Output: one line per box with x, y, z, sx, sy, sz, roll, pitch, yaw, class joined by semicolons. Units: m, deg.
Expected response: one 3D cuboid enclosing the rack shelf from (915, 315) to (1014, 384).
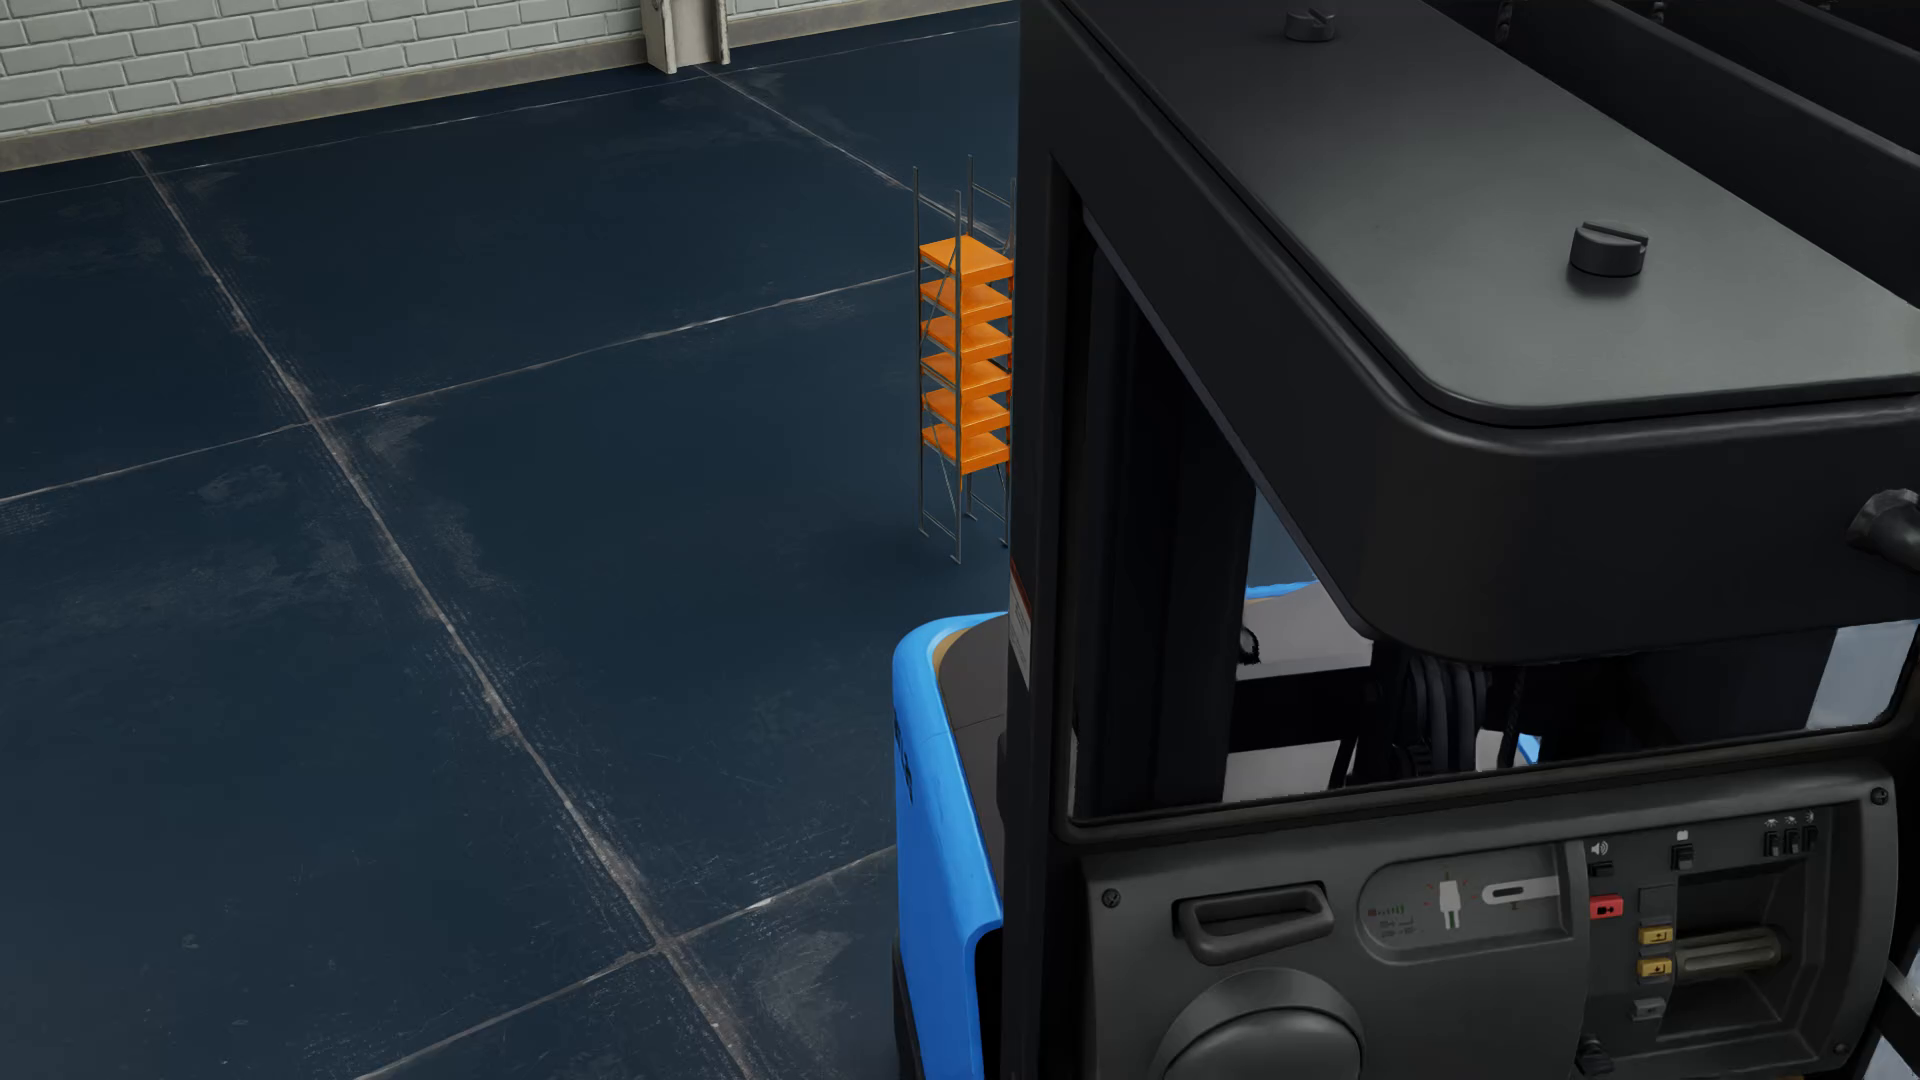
0.012;-0.576;4.896;0.180;0.103;0.258;-19;37;-27;rack shelf

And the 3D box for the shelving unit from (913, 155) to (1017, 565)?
0.012;-0.512;4.937;0.189;1.200;0.258;-19;37;-27;shelving unit

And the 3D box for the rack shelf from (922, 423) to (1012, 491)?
0.012;-0.271;5.088;0.180;0.103;0.258;-19;37;-27;rack shelf

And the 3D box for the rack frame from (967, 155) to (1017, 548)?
0.089;-0.538;4.978;0.006;1.200;0.240;-19;37;-27;rack frame

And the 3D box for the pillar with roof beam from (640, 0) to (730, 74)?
0.756;-4.649;4.186;0.400;9.000;9.100;-19;37;-27;pillar with roof beam

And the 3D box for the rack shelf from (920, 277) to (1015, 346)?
0.012;-0.677;4.832;0.180;0.103;0.258;-19;37;-27;rack shelf

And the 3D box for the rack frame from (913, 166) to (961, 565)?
-0.065;-0.485;4.895;0.006;1.200;0.240;-19;37;-27;rack frame

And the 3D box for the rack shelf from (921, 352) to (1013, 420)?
0.012;-0.474;4.960;0.180;0.103;0.258;-19;37;-27;rack shelf

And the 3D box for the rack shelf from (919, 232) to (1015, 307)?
0.012;-0.779;4.768;0.180;0.103;0.258;-19;37;-27;rack shelf

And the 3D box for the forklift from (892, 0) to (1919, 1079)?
0.634;0.541;1.645;1.130;2.935;3.031;-6;33;-9;forklift

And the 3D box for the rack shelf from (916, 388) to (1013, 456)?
0.012;-0.373;5.024;0.180;0.103;0.258;-19;37;-27;rack shelf
